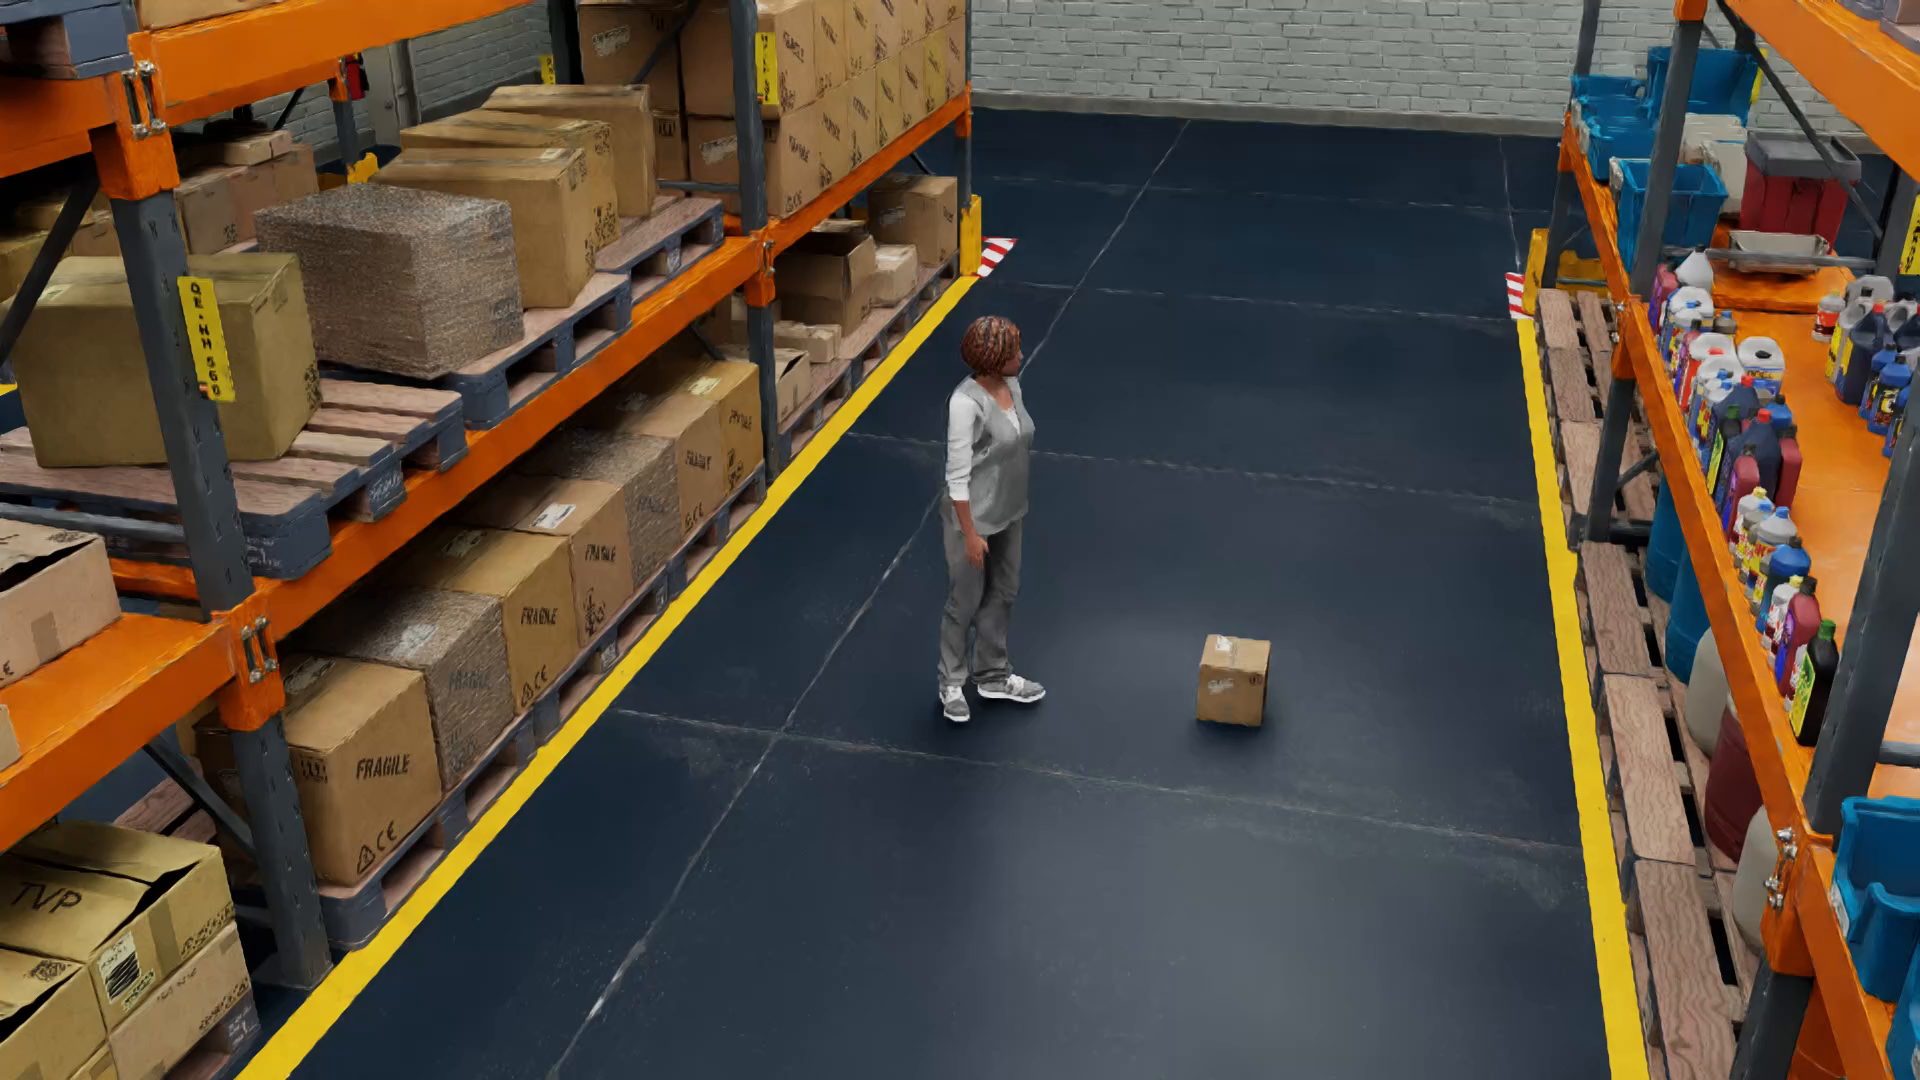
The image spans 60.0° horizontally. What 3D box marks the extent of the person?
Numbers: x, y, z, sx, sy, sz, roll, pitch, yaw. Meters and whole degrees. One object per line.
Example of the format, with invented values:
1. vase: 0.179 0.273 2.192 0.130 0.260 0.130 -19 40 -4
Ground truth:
1. person: 0.091 -0.078 6.238 0.369 1.600 0.434 18 31 33
